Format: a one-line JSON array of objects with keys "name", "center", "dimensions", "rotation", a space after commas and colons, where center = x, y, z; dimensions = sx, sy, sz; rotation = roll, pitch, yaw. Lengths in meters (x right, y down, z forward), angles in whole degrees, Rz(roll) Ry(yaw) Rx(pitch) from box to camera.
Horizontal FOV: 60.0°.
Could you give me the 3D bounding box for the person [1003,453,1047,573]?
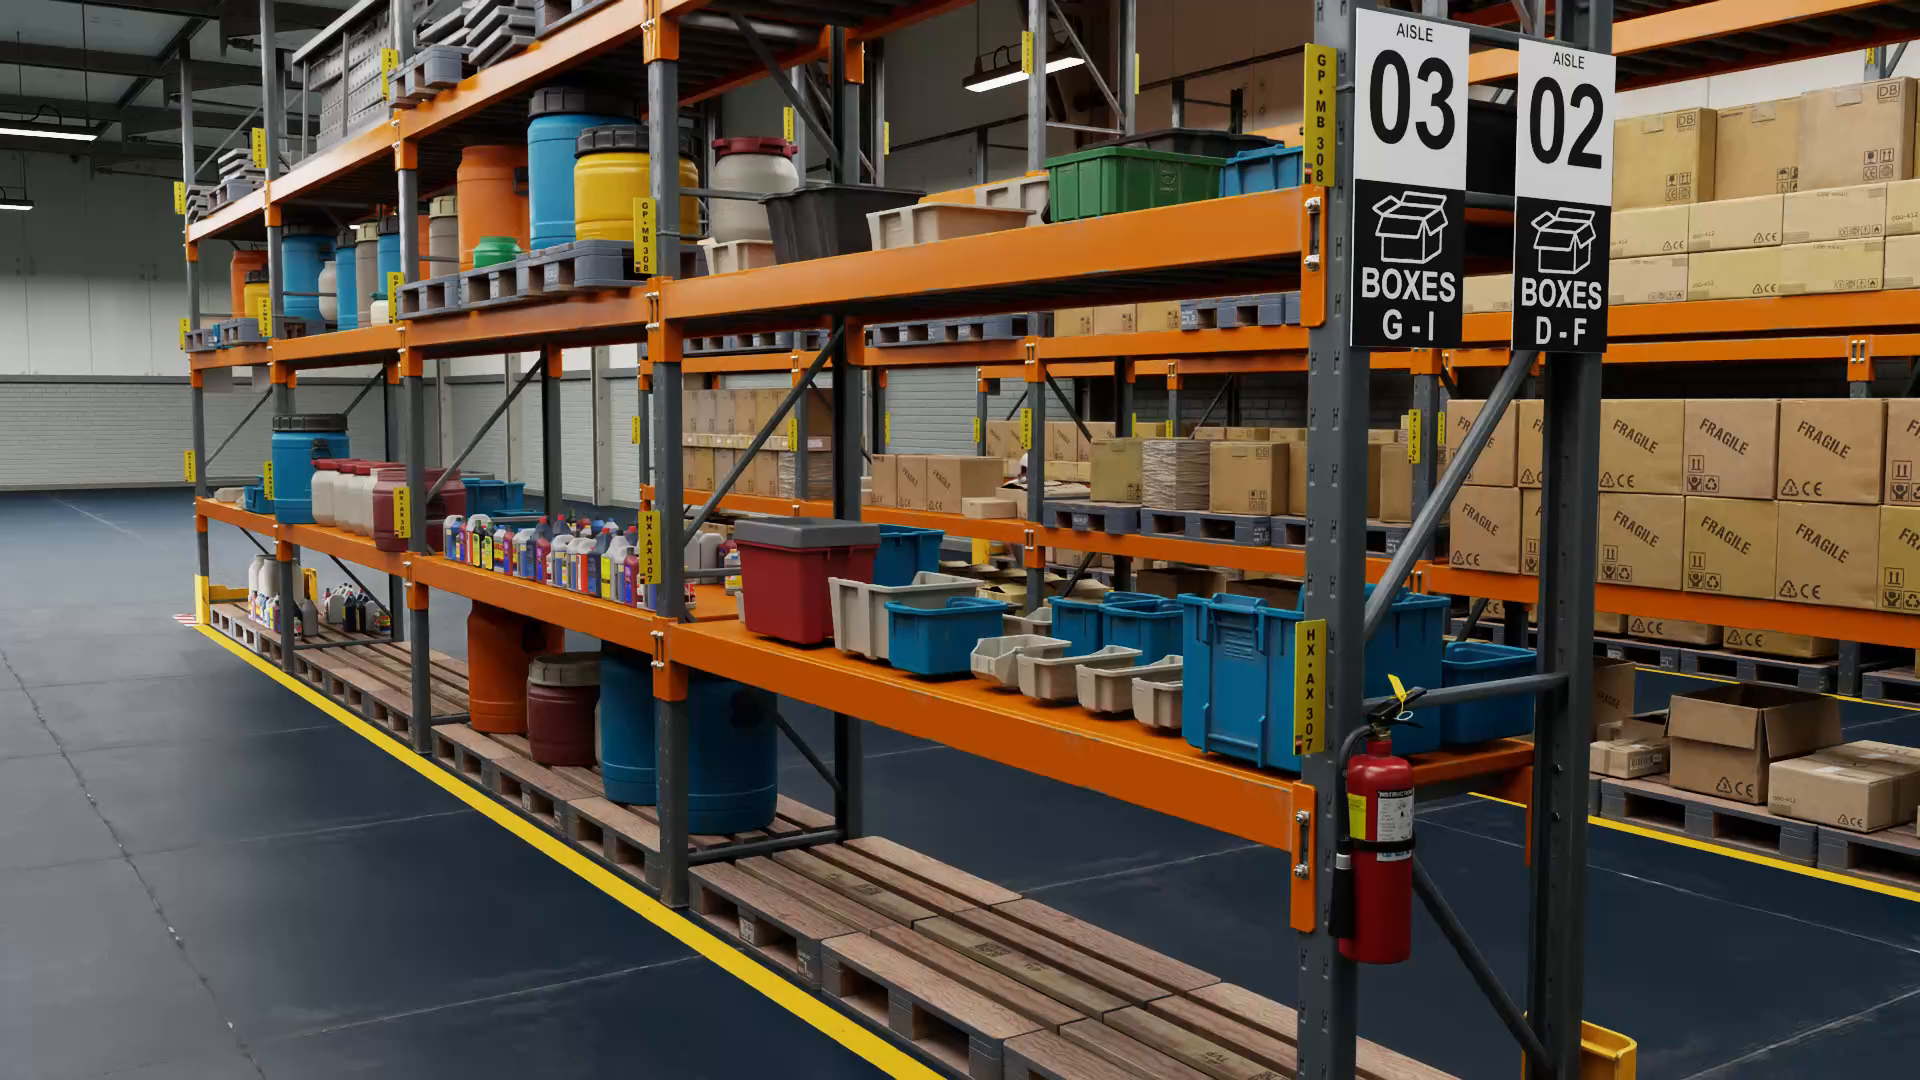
[{"name": "person", "center": [0.727, -0.021, 17.162], "dimensions": [0.561, 1.766, 0.440], "rotation": [-4, 6, -44]}]
